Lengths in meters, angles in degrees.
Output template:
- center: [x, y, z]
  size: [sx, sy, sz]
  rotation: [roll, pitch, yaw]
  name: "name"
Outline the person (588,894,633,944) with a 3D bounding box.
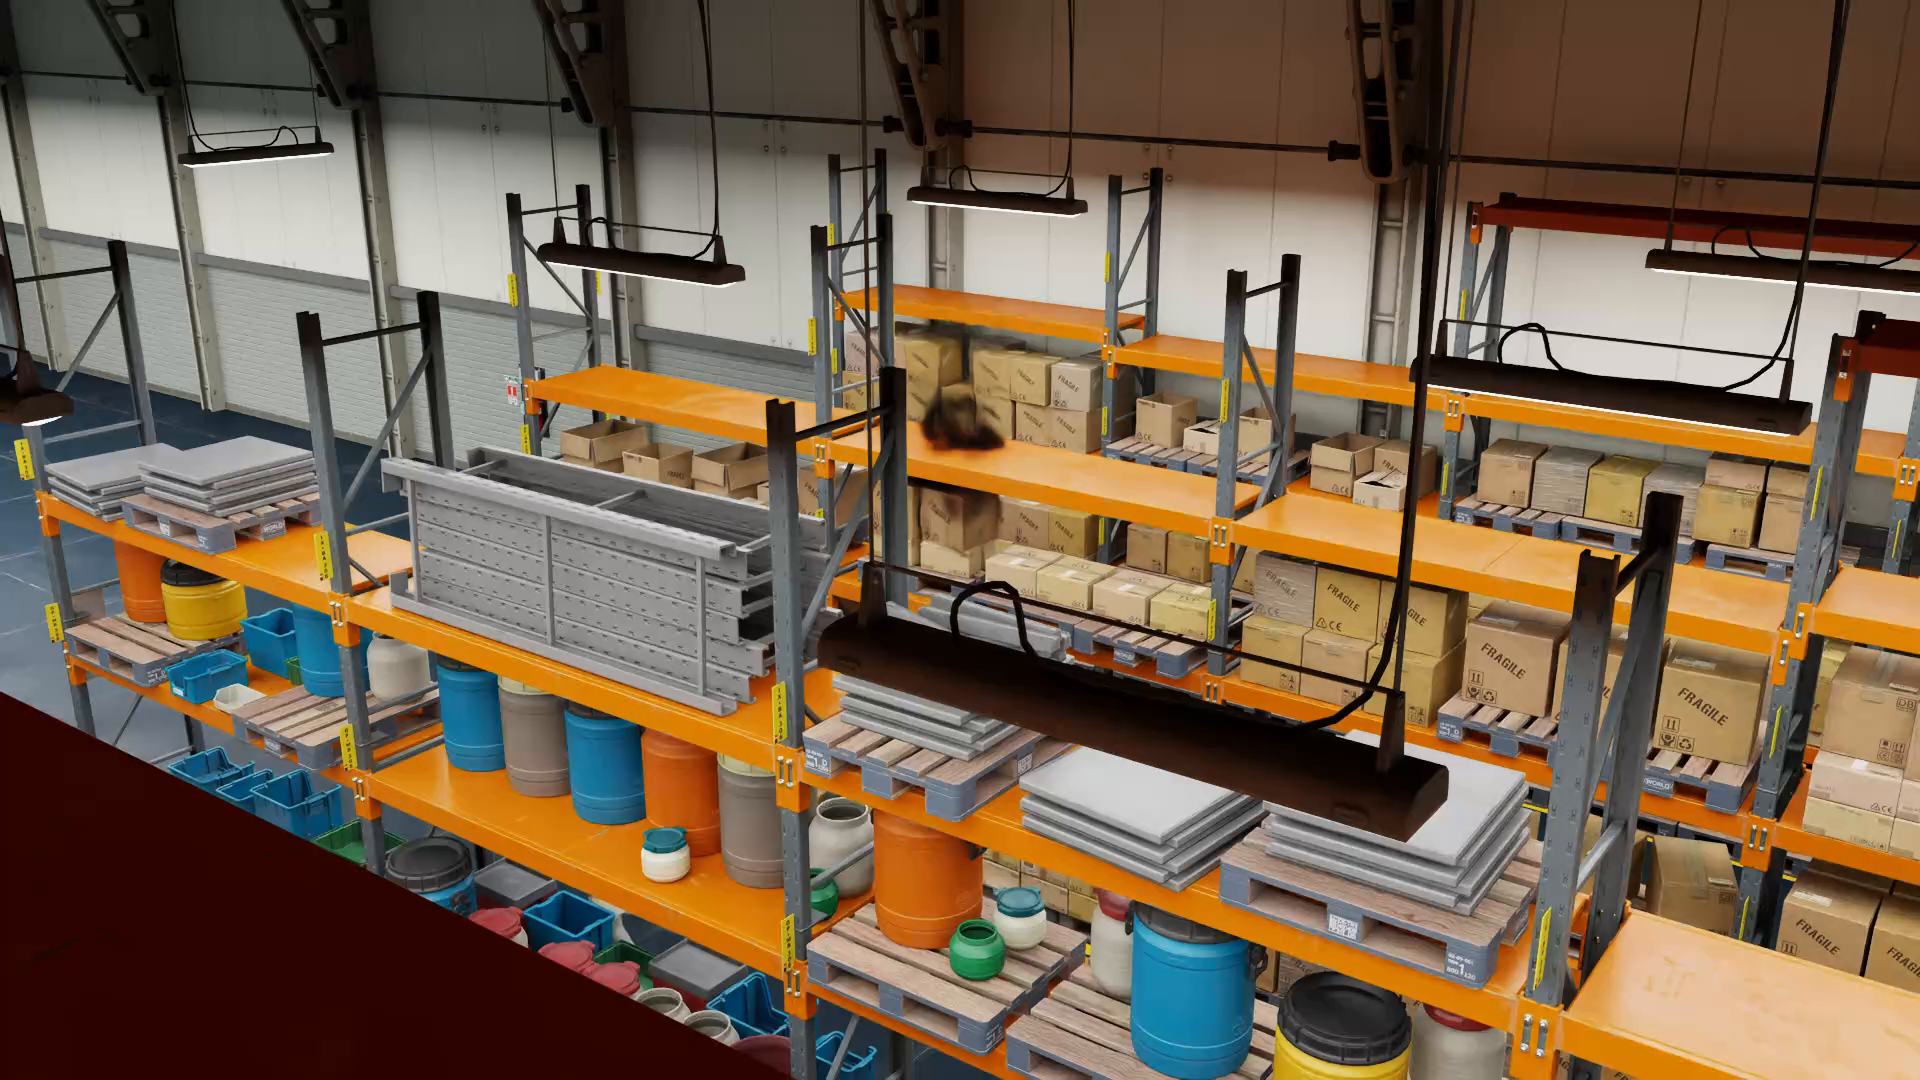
- center: [-2.894, 2.786, 13.740]
  size: [0.803, 1.671, 0.670]
  rotation: [11, 21, 30]
  name: "person"
